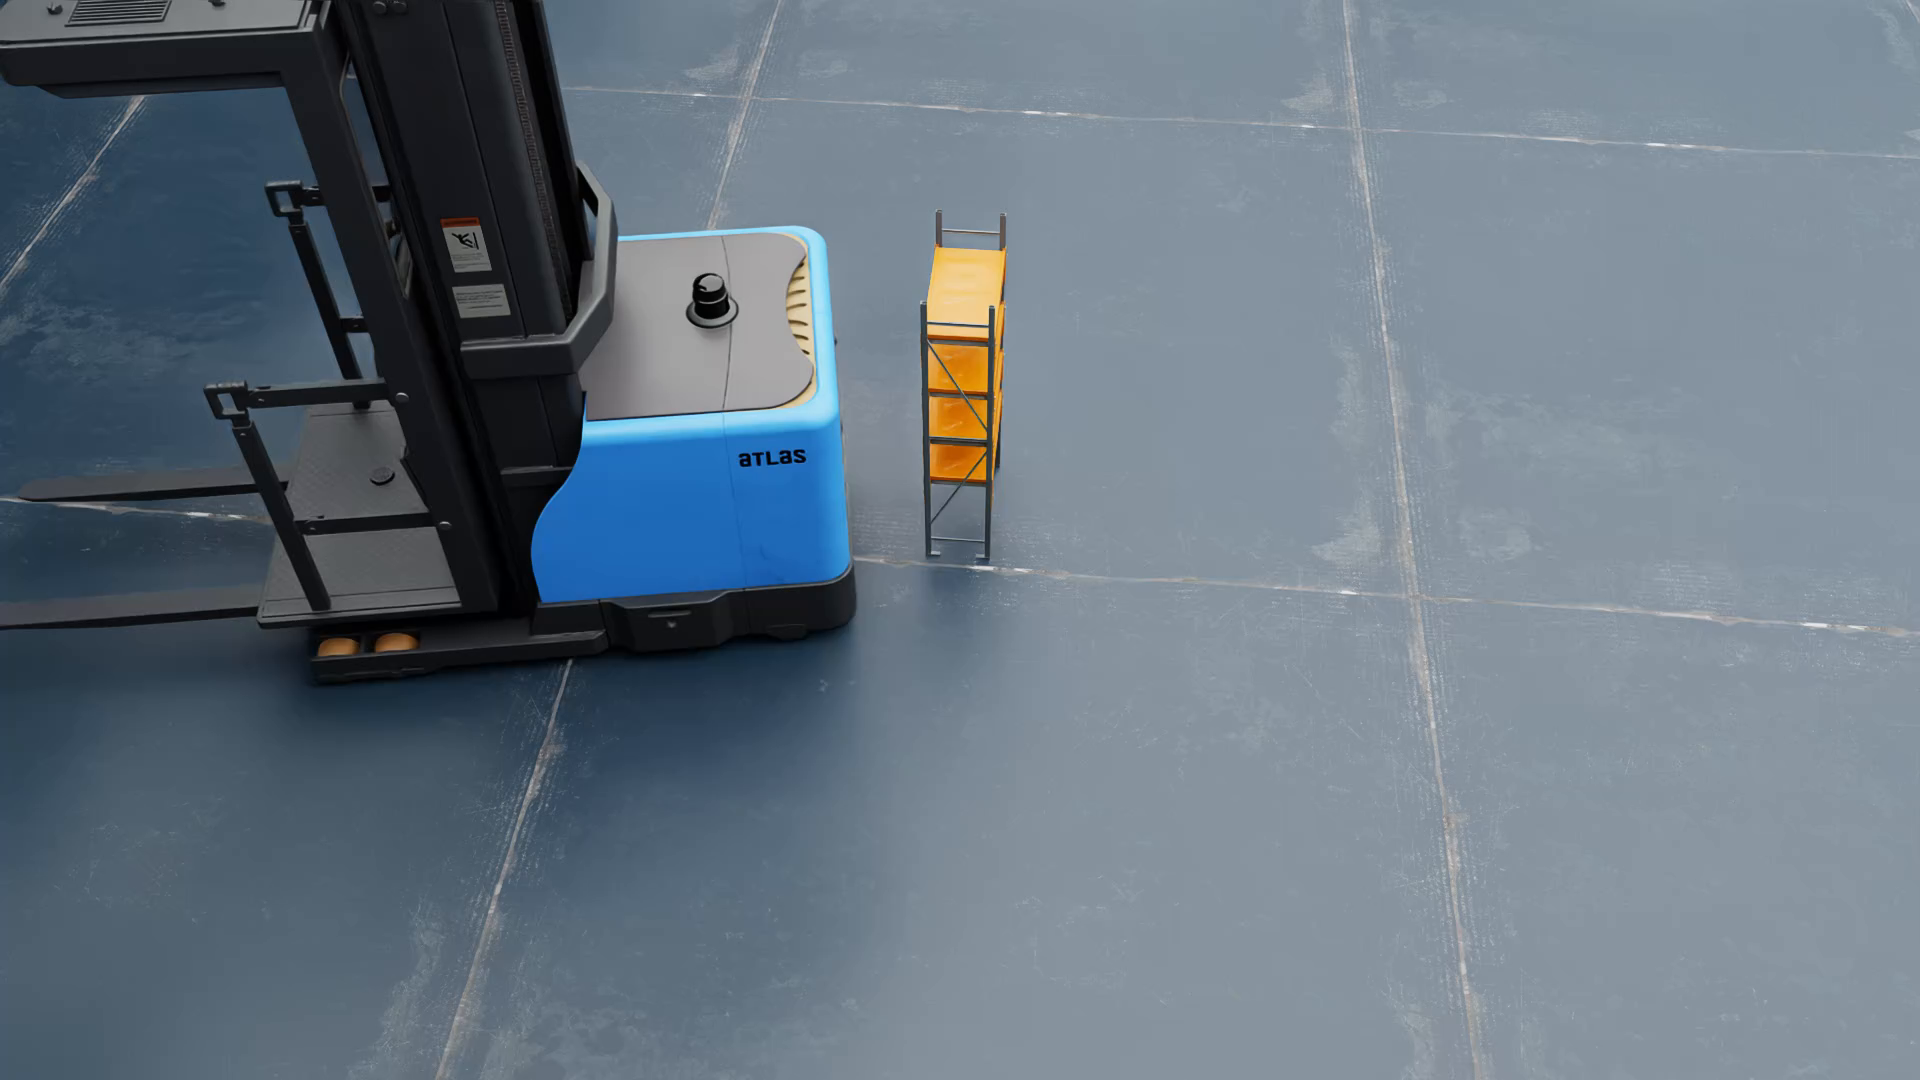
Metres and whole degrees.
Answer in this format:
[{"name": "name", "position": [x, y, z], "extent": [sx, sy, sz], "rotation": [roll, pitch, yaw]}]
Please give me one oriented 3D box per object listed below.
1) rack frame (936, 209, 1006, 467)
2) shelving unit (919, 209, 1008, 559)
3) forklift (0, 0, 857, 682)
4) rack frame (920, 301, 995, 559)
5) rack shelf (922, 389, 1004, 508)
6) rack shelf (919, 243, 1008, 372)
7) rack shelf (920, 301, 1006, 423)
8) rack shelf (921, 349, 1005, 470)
[{"name": "rack frame", "position": [0.037, -0.706, 6.082], "extent": [0.240, 1.200, 0.015], "rotation": [4, 48, 4]}, {"name": "shelving unit", "position": [0.015, -0.527, 5.919], "extent": [0.258, 1.200, 0.503], "rotation": [4, 48, 4]}, {"name": "forklift", "position": [-1.920, -0.907, 5.093], "extent": [3.031, 2.935, 1.130], "rotation": [-4, 48, -4]}, {"name": "rack frame", "position": [-0.007, -0.347, 5.755], "extent": [0.240, 1.200, 0.015], "rotation": [4, 48, 4]}, {"name": "rack shelf", "position": [0.015, -0.347, 6.115], "extent": [0.258, 0.148, 0.480], "rotation": [4, 48, 4]}, {"name": "rack shelf", "position": [0.015, -0.792, 5.629], "extent": [0.258, 0.148, 0.480], "rotation": [4, 48, 4]}, {"name": "rack shelf", "position": [0.015, -0.632, 5.803], "extent": [0.258, 0.148, 0.480], "rotation": [4, 48, 4]}, {"name": "rack shelf", "position": [0.015, -0.481, 5.968], "extent": [0.258, 0.148, 0.480], "rotation": [4, 48, 4]}]
